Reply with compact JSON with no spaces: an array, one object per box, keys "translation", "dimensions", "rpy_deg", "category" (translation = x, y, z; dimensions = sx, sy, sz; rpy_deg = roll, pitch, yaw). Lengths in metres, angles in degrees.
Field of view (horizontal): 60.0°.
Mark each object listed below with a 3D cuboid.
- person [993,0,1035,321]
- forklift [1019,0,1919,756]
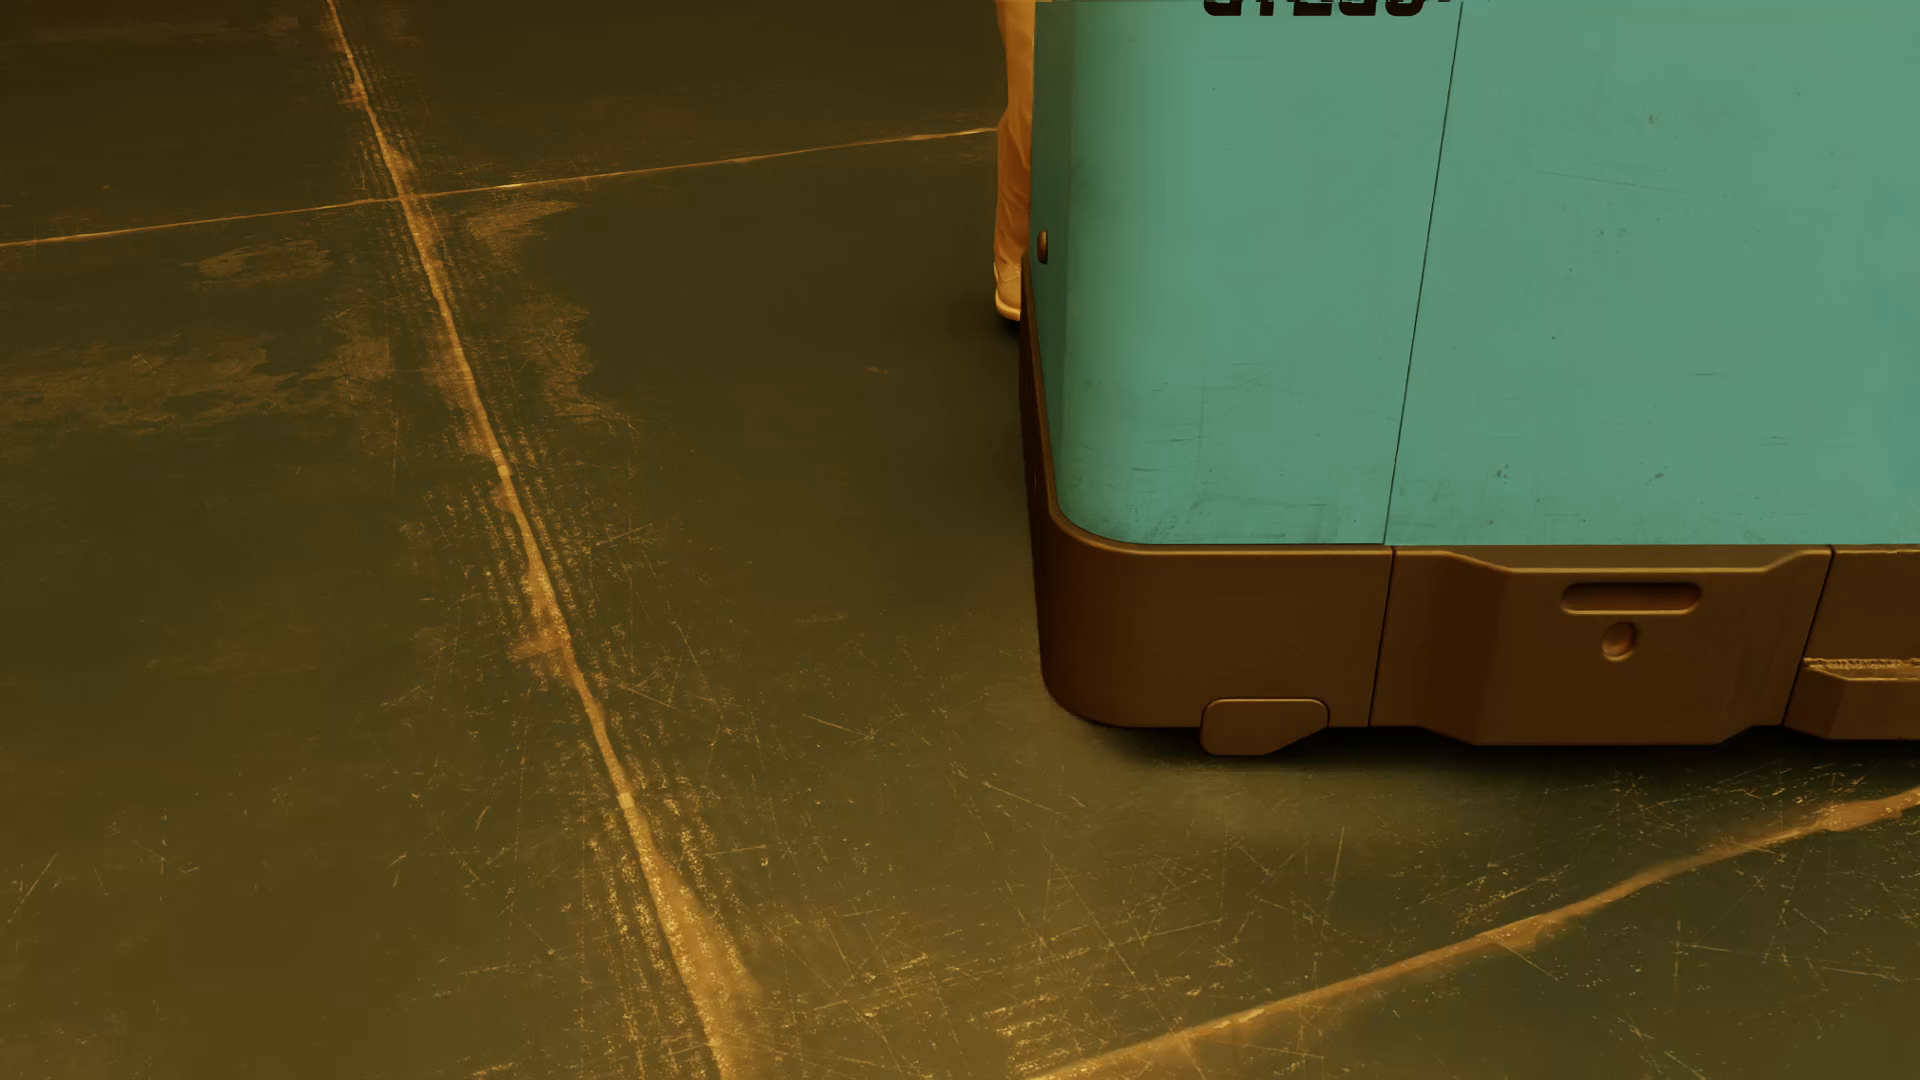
[{"translation":[0.260,-1.153,2.876],"dimensions":[0.700,1.634,0.391],"rpy_deg":[-10,31,-16],"category":"person"},{"translation":[1.616,-1.251,1.735],"dimensions":[3.031,2.935,1.130],"rpy_deg":[0,30,0],"category":"forklift"}]
